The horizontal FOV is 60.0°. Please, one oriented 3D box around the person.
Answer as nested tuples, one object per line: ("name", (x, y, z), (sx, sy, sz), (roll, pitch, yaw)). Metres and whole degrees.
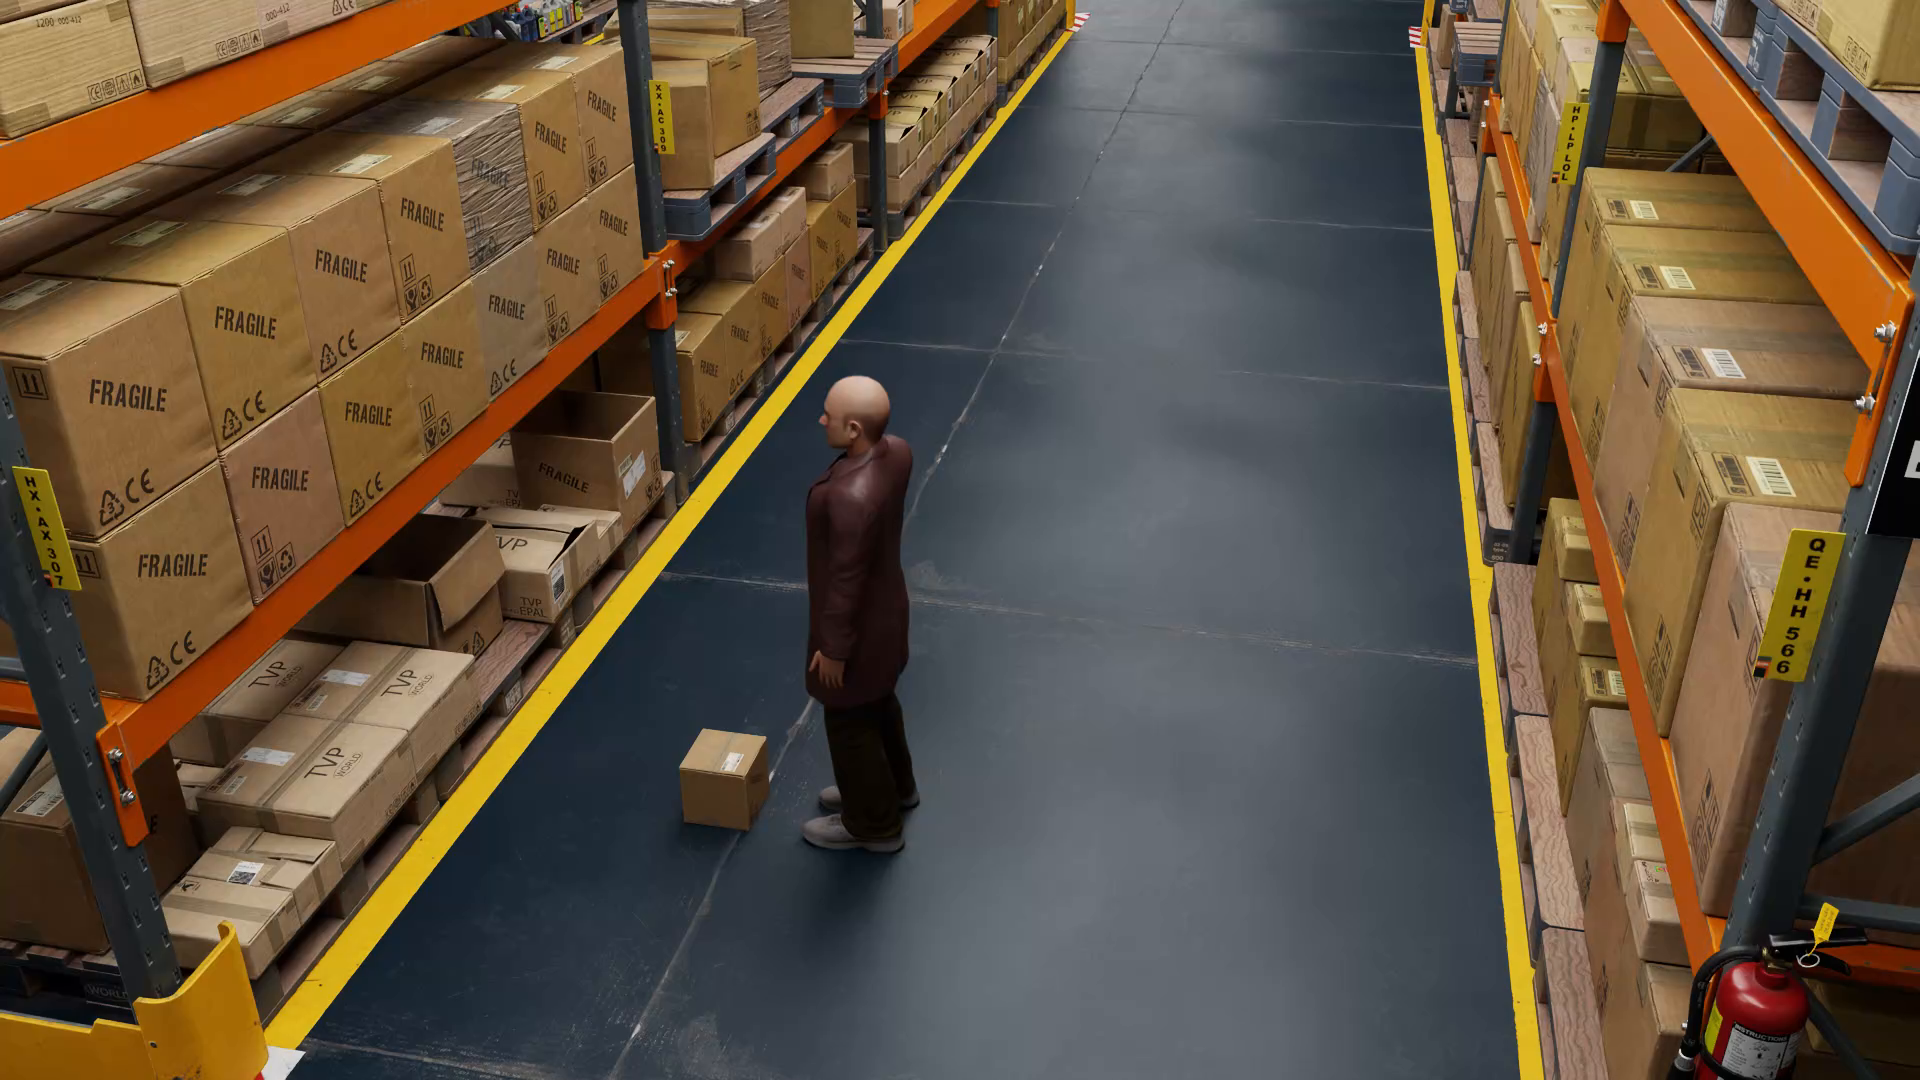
("person", (-0.370, 0.273, 5.639), (0.383, 1.783, 0.574), (7, 29, 13))
